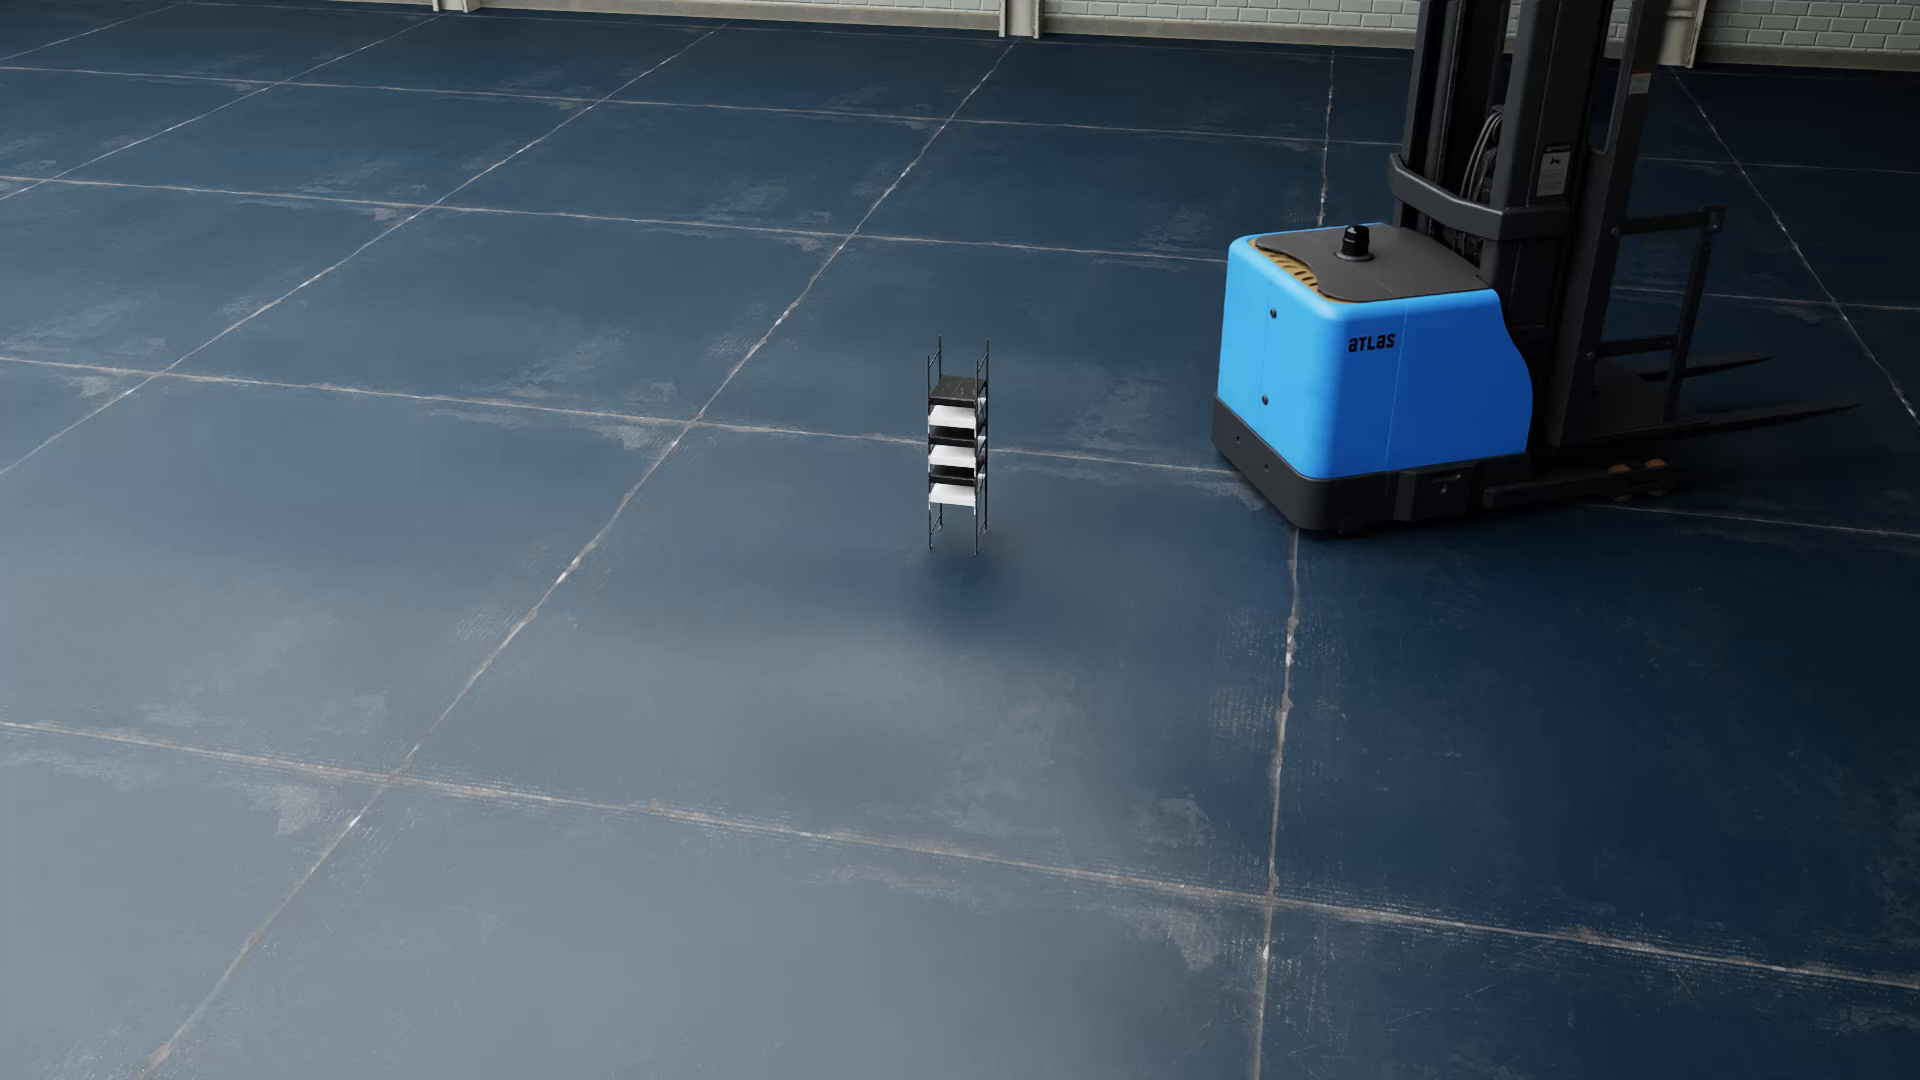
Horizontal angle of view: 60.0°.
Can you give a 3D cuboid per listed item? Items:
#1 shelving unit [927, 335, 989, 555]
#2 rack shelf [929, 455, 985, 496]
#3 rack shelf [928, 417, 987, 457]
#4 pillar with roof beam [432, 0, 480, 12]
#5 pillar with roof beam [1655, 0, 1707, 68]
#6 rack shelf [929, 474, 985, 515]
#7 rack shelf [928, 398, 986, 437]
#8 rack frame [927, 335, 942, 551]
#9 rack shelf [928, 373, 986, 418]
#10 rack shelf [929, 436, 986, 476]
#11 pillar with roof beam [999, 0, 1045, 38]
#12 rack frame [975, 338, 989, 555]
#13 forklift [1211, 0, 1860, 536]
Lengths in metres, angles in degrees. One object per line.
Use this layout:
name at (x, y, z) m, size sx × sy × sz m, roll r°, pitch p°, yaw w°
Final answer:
shelving unit at (-0.008, -0.396, 7.035) m, size 0.210 × 0.900 × 0.258 m, roll 6°, pitch 29°, yaw 11°
rack shelf at (-0.008, -0.287, 7.095) m, size 0.200 × 0.077 × 0.258 m, roll 6°, pitch 29°, yaw 11°
rack shelf at (-0.008, -0.445, 7.008) m, size 0.200 × 0.077 × 0.258 m, roll 6°, pitch 29°, yaw 11°
pillar with roof beam at (-6.160, -7.491, 11.562) m, size 0.400 × 9.000 × 9.100 m, roll 6°, pitch 29°, yaw 11°
pillar with roof beam at (5.575, -6.287, 9.364) m, size 0.400 × 9.000 × 9.100 m, roll 6°, pitch 29°, yaw 11°
rack shelf at (-0.008, -0.208, 7.138) m, size 0.200 × 0.077 × 0.258 m, roll 6°, pitch 29°, yaw 11°
rack shelf at (-0.008, -0.524, 6.965) m, size 0.200 × 0.077 × 0.258 m, roll 6°, pitch 29°, yaw 11°
rack frame at (-0.107, -0.406, 7.054) m, size 0.006 × 0.900 × 0.240 m, roll 6°, pitch 29°, yaw 11°
rack shelf at (-0.008, -0.603, 6.922) m, size 0.200 × 0.077 × 0.258 m, roll 6°, pitch 29°, yaw 11°
rack shelf at (-0.008, -0.366, 7.051) m, size 0.200 × 0.077 × 0.258 m, roll 6°, pitch 29°, yaw 11°
pillar with roof beam at (-0.292, -6.889, 10.463) m, size 0.400 × 9.000 × 9.100 m, roll 6°, pitch 29°, yaw 11°
rack frame at (0.091, -0.385, 7.017) m, size 0.006 × 0.900 × 0.240 m, roll 6°, pitch 29°, yaw 11°
forklift at (2.777, -1.696, 7.296) m, size 3.031 × 2.935 × 1.130 m, roll -8°, pitch 30°, yaw -14°
